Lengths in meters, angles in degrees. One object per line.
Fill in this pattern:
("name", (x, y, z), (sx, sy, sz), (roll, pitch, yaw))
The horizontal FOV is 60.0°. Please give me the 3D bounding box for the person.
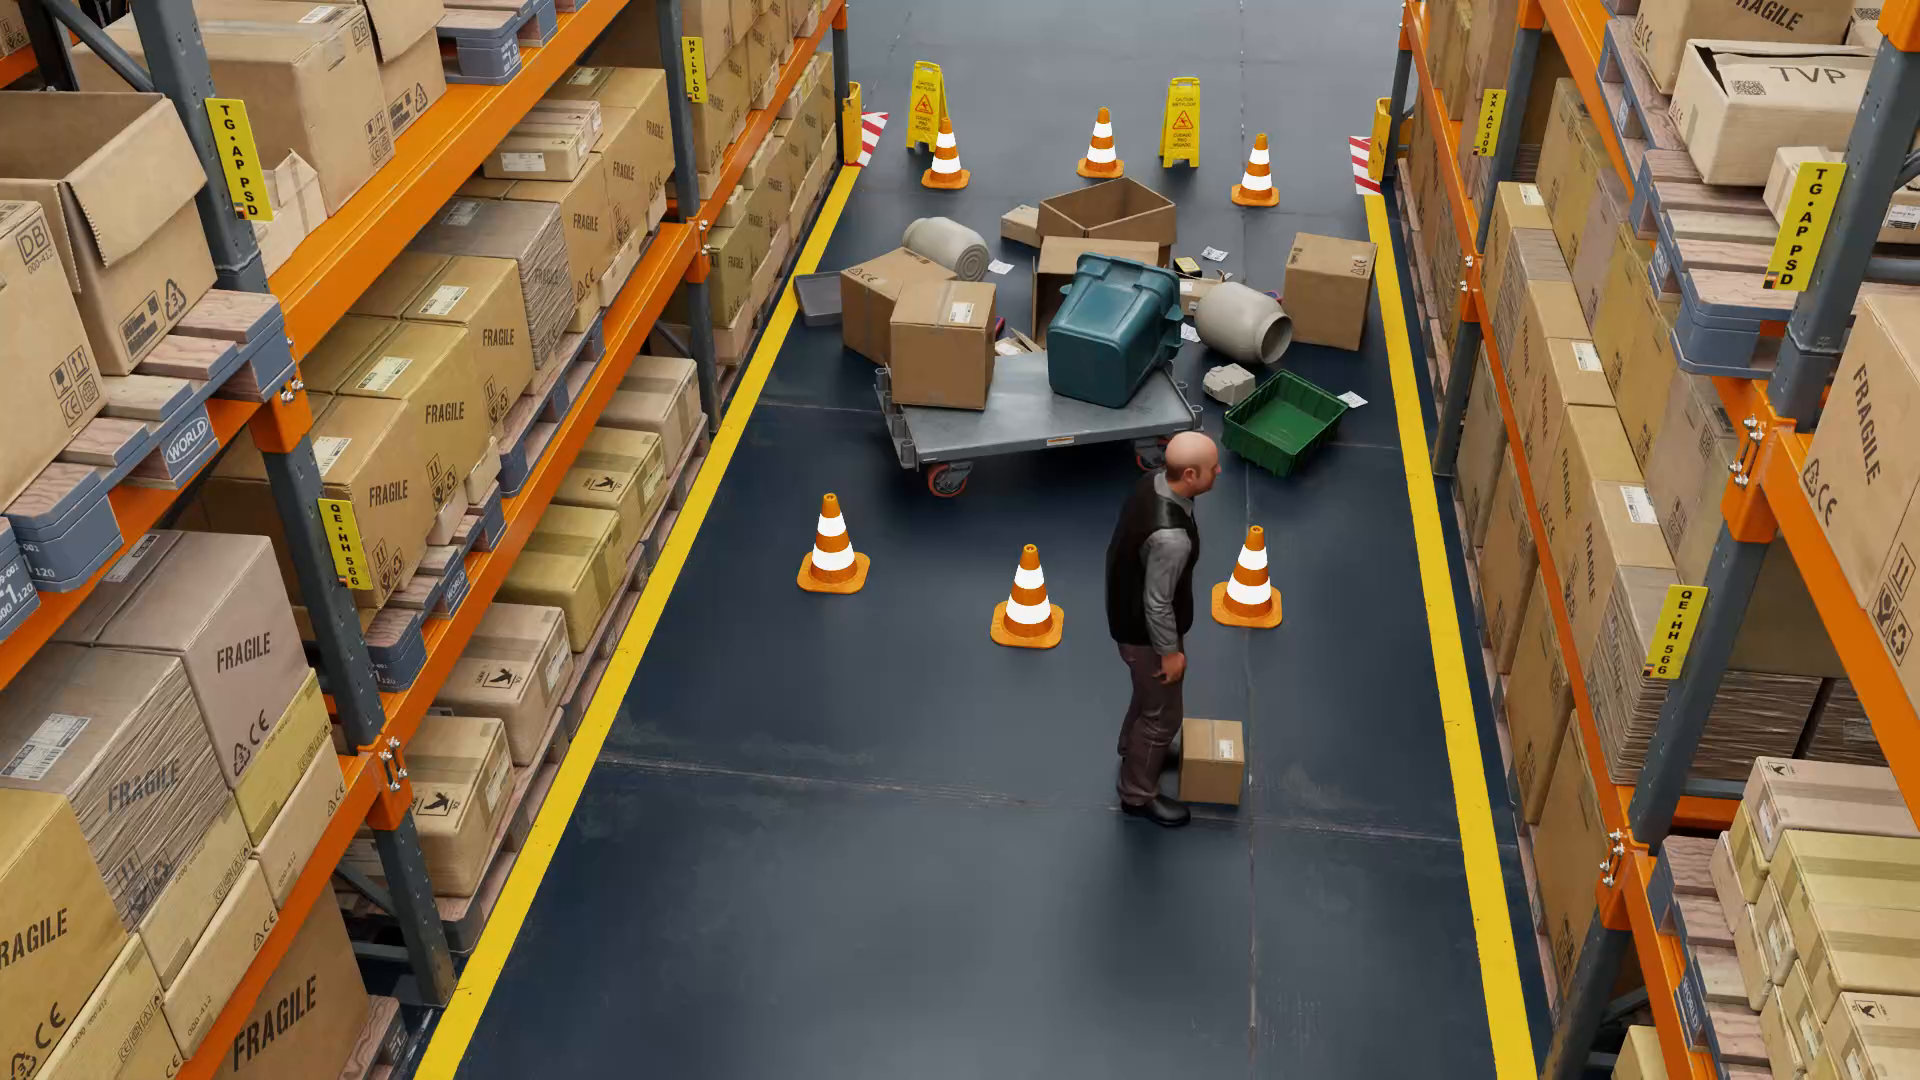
("person", (0.780, 0.321, 6.619), (0.427, 1.720, 0.590), (2, 36, 3))
